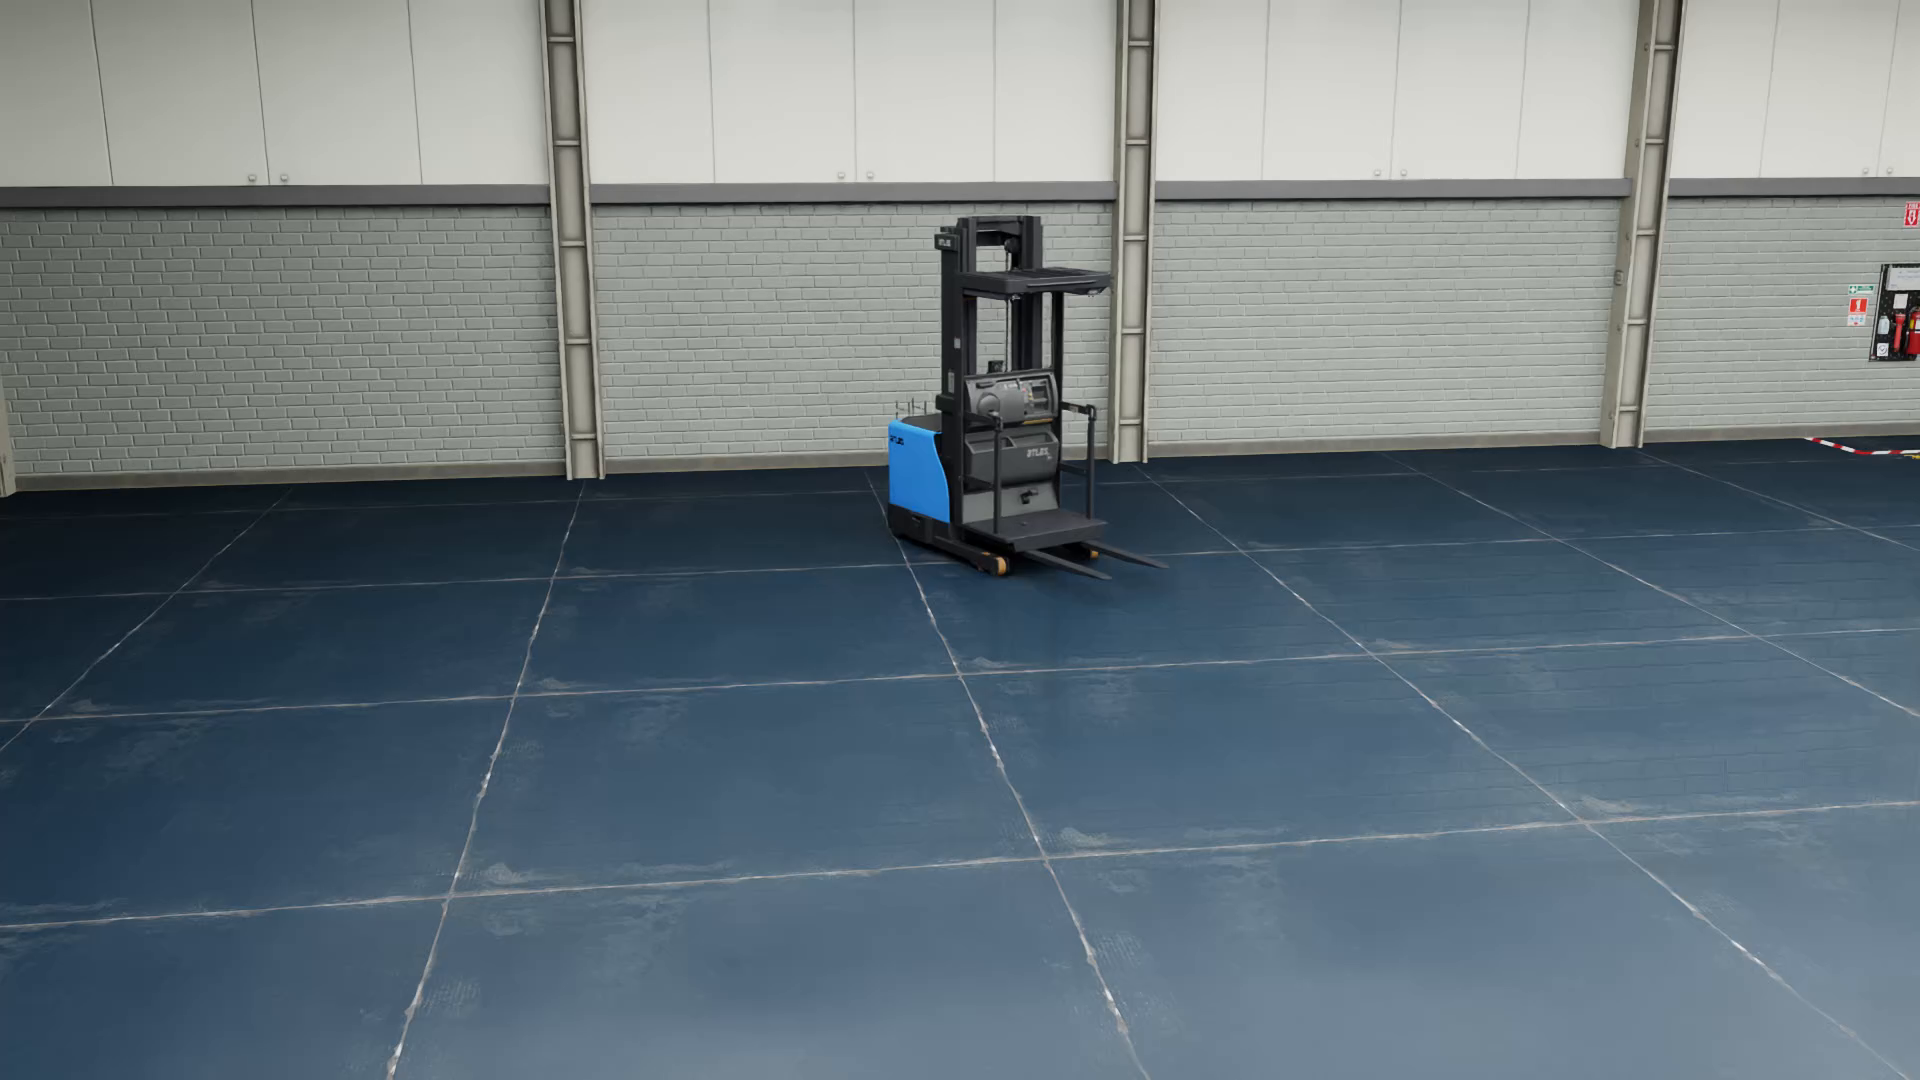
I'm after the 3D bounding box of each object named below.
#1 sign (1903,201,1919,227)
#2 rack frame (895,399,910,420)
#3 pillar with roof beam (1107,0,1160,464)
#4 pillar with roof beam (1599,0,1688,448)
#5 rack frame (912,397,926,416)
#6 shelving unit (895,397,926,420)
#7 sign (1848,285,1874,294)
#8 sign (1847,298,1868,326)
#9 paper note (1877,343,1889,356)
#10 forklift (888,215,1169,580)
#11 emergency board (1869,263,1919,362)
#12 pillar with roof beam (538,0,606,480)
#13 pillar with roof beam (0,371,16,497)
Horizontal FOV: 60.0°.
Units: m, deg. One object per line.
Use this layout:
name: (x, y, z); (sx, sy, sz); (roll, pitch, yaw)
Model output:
sign: (11.288, -3.860, 19.709); (0.199, 0.298, 0.001); (-2, 14, -8)
rack frame: (-0.535, -0.715, 15.632); (0.006, 1.200, 0.240); (-9, 17, -33)
pillar with roof beam: (2.535, -4.232, 13.624); (0.400, 9.000, 9.100); (-2, 14, -8)
pillar with roof beam: (8.468, -4.449, 14.491); (0.400, 9.000, 9.100); (-2, 14, -8)
rack frame: (-0.383, -0.739, 15.731); (0.006, 1.200, 0.240); (-9, 17, -33)
shelving unit: (-0.459, -0.727, 15.681); (0.189, 1.200, 0.258); (-9, 17, -33)
sign: (10.754, -2.989, 19.839); (0.331, 0.109, 0.001); (-2, 14, -8)
sign: (10.749, -2.734, 19.911); (0.234, 0.329, 0.001); (-2, 14, -8)
paper note: (11.125, -2.295, 20.044); (0.142, 0.148, 0.016); (-2, 14, -8)
forklift: (0.573, -1.248, 14.200); (1.130, 2.935, 3.031); (-9, 17, -33)
emergency board: (11.311, -2.712, 19.897); (0.643, 1.169, 0.194); (-2, 14, -8)
pillar with roof beam: (-3.398, -4.014, 12.757); (0.400, 9.000, 9.100); (-2, 14, -8)
pillar with roof beam: (-9.331, -3.797, 11.890); (0.400, 9.000, 9.100); (-2, 14, -8)
